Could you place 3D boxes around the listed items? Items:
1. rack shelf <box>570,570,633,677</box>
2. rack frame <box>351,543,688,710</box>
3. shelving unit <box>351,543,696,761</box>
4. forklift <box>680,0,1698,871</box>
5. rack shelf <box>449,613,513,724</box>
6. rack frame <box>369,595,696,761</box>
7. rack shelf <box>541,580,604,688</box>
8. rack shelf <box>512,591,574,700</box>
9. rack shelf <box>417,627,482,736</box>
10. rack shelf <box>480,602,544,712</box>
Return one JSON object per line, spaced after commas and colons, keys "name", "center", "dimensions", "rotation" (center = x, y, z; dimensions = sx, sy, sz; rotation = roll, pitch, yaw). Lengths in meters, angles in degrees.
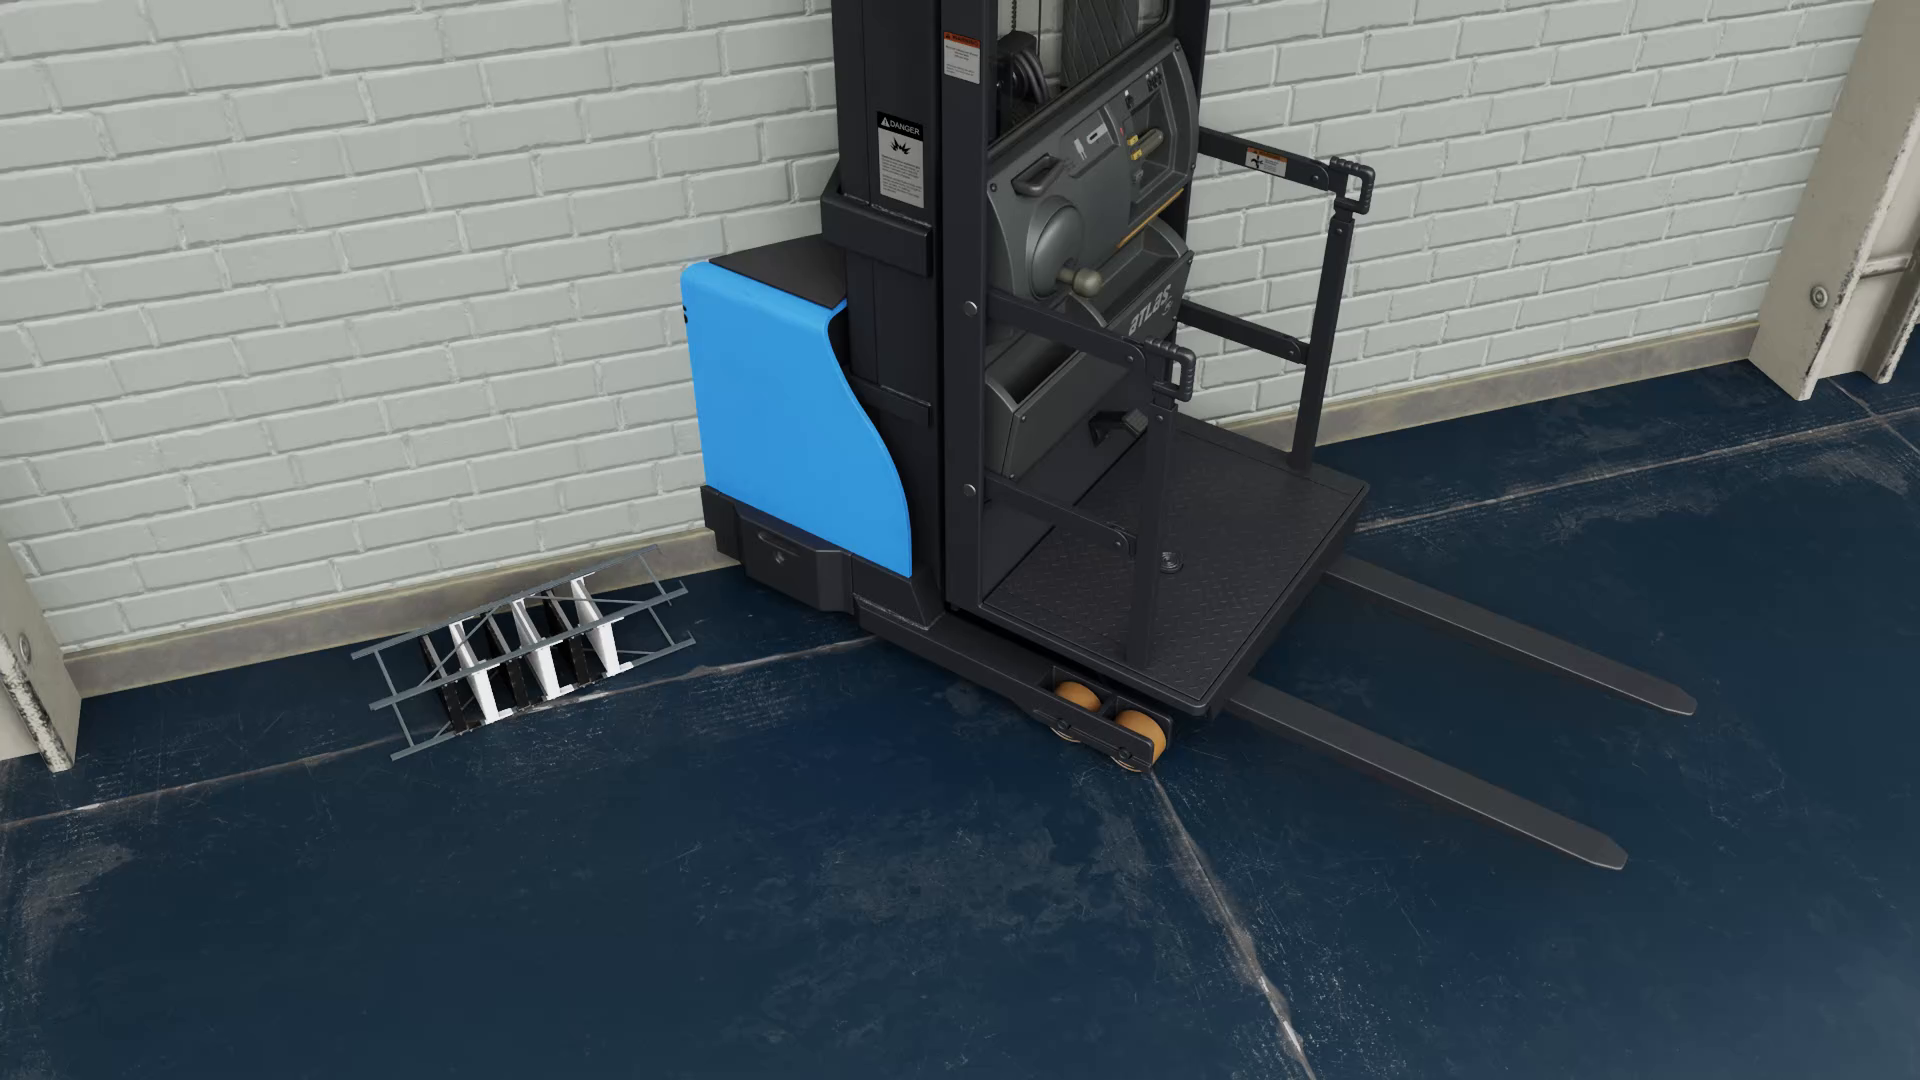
{"name": "rack shelf", "center": [-1.042, 0.236, 4.811], "dimensions": [0.077, 0.200, 0.258], "rotation": [-21, 45, -22]}
{"name": "rack frame", "center": [-1.227, 0.232, 4.665], "dimensions": [0.900, 0.006, 0.240], "rotation": [-21, 45, -22]}
{"name": "shelving unit", "center": [-1.226, 0.308, 4.732], "dimensions": [0.900, 0.210, 0.258], "rotation": [-21, 45, -22]}
{"name": "forklift", "center": [0.518, -0.876, 4.025], "dimensions": [3.031, 2.935, 1.130], "rotation": [24, 46, 25]}
{"name": "rack shelf", "center": [-1.353, 0.357, 4.678], "dimensions": [0.077, 0.200, 0.258], "rotation": [-21, 45, -22]}
{"name": "rack frame", "center": [-1.225, 0.384, 4.799], "dimensions": [0.900, 0.006, 0.240], "rotation": [-21, 45, -22]}
{"name": "rack shelf", "center": [-1.119, 0.266, 4.778], "dimensions": [0.077, 0.200, 0.258], "rotation": [-21, 45, -22]}
{"name": "rack shelf", "center": [-1.197, 0.297, 4.745], "dimensions": [0.077, 0.200, 0.258], "rotation": [-21, 45, -22]}
{"name": "rack shelf", "center": [-1.431, 0.388, 4.644], "dimensions": [0.077, 0.200, 0.258], "rotation": [-21, 45, -22]}
{"name": "rack shelf", "center": [-1.275, 0.327, 4.711], "dimensions": [0.077, 0.200, 0.258], "rotation": [-21, 45, -22]}
